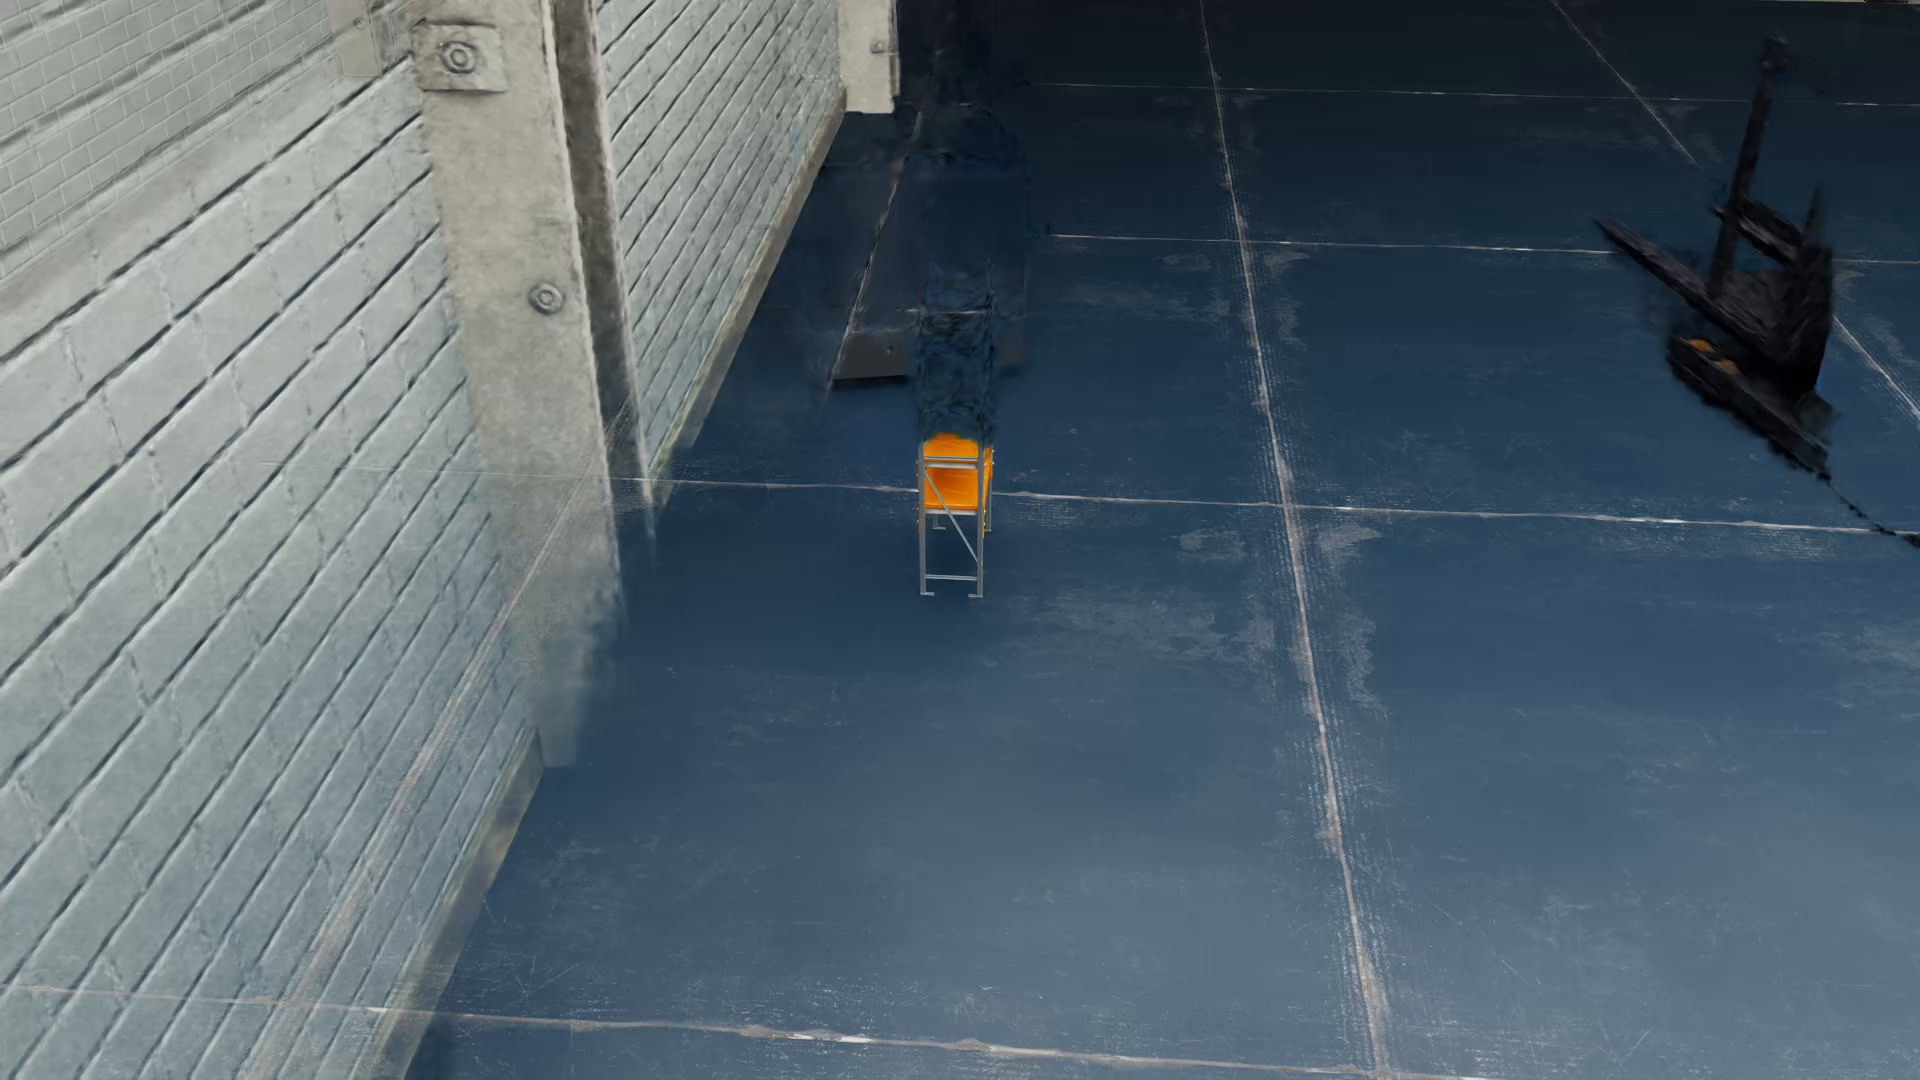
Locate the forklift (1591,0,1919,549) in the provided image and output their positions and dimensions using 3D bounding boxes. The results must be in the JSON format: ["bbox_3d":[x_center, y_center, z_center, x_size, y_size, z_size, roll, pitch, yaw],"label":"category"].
[{"bbox_3d":[-0.427,-2.756,8.428,1.130,2.935,3.031,-5,32,-8],"label":"forklift"}]

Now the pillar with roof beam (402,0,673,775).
[{"bbox_3d":[-0.639,-4.060,4.762,9.100,9.000,0.400,2,32,4],"label":"pillar with roof beam"}]

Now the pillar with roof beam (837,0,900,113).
[{"bbox_3d":[-0.150,-7.198,9.853,9.100,9.000,0.400,2,32,4],"label":"pillar with roof beam"}]
